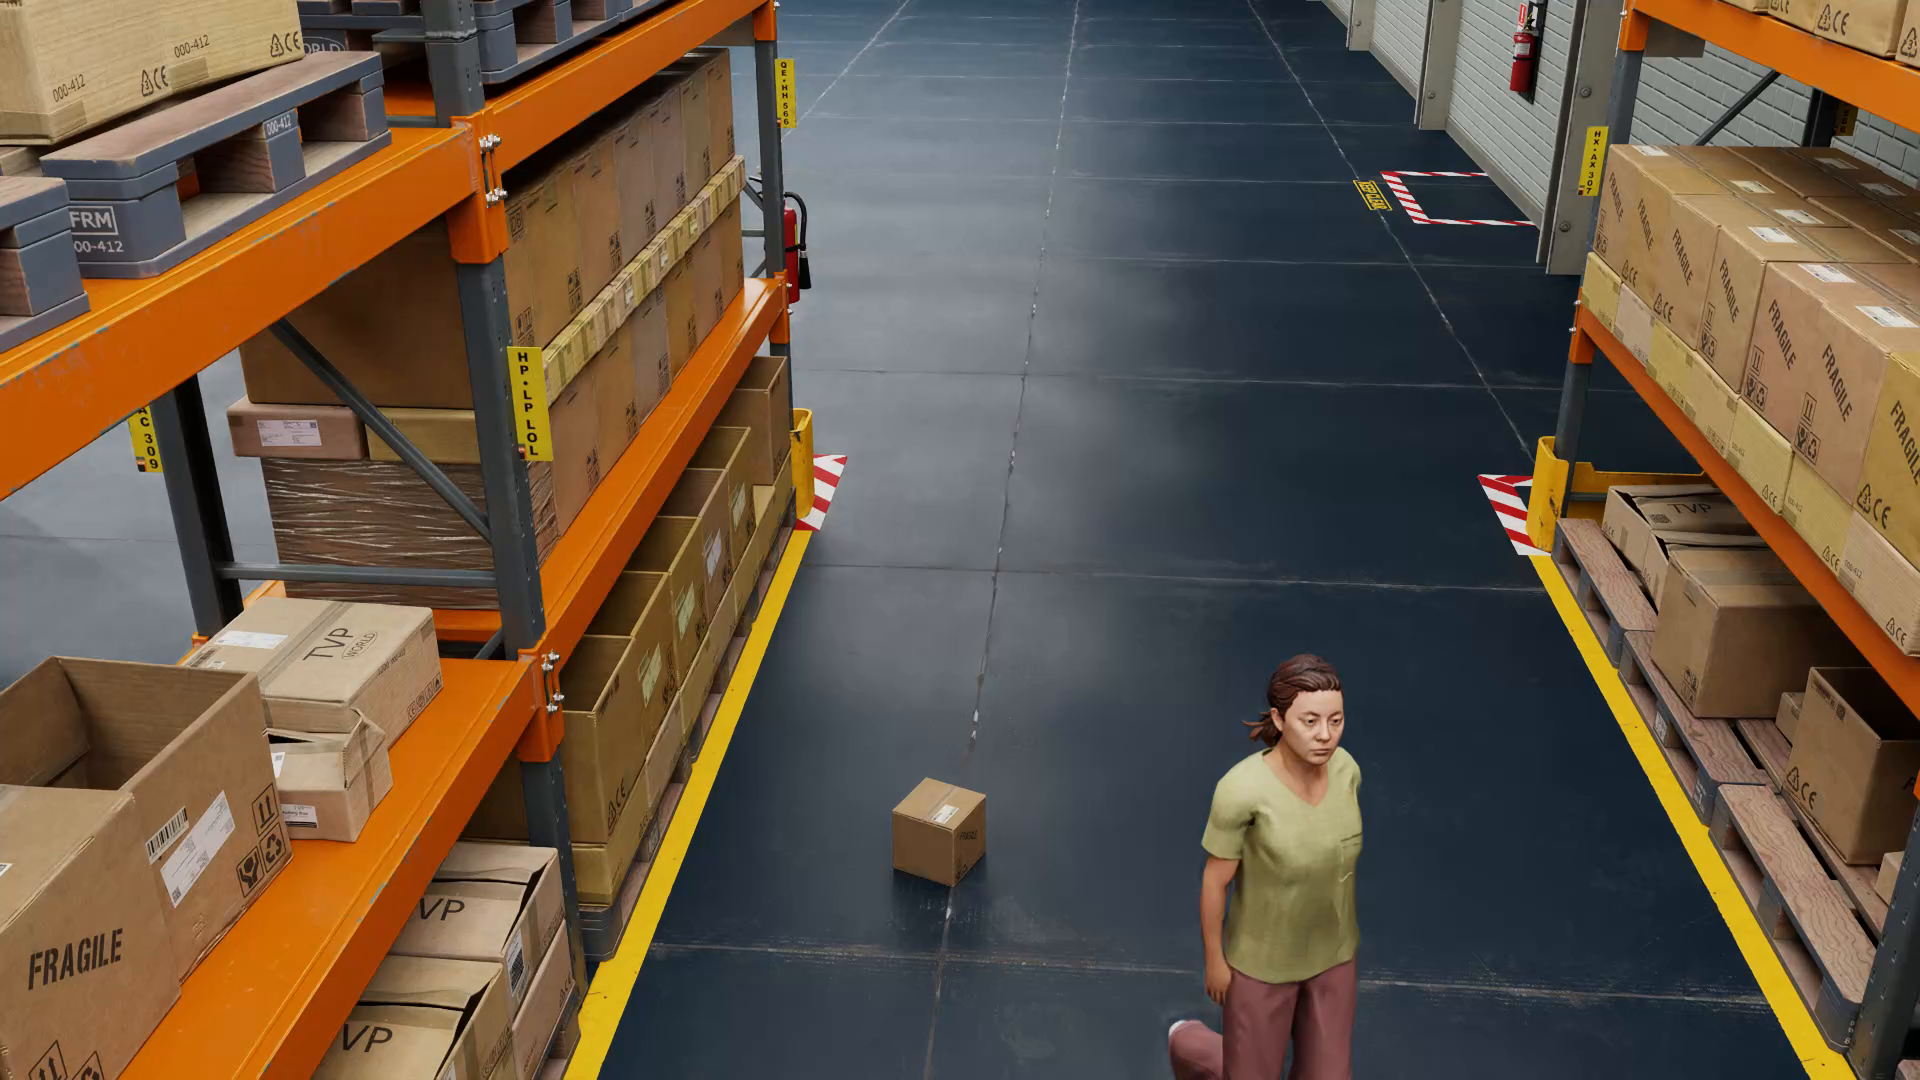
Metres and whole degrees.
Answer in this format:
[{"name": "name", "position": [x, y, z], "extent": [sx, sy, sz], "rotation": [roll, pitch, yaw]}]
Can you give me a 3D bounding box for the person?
[{"name": "person", "position": [0.811, 1.039, 4.301], "extent": [0.449, 1.652, 0.702], "rotation": [-9, 26, -19]}]
